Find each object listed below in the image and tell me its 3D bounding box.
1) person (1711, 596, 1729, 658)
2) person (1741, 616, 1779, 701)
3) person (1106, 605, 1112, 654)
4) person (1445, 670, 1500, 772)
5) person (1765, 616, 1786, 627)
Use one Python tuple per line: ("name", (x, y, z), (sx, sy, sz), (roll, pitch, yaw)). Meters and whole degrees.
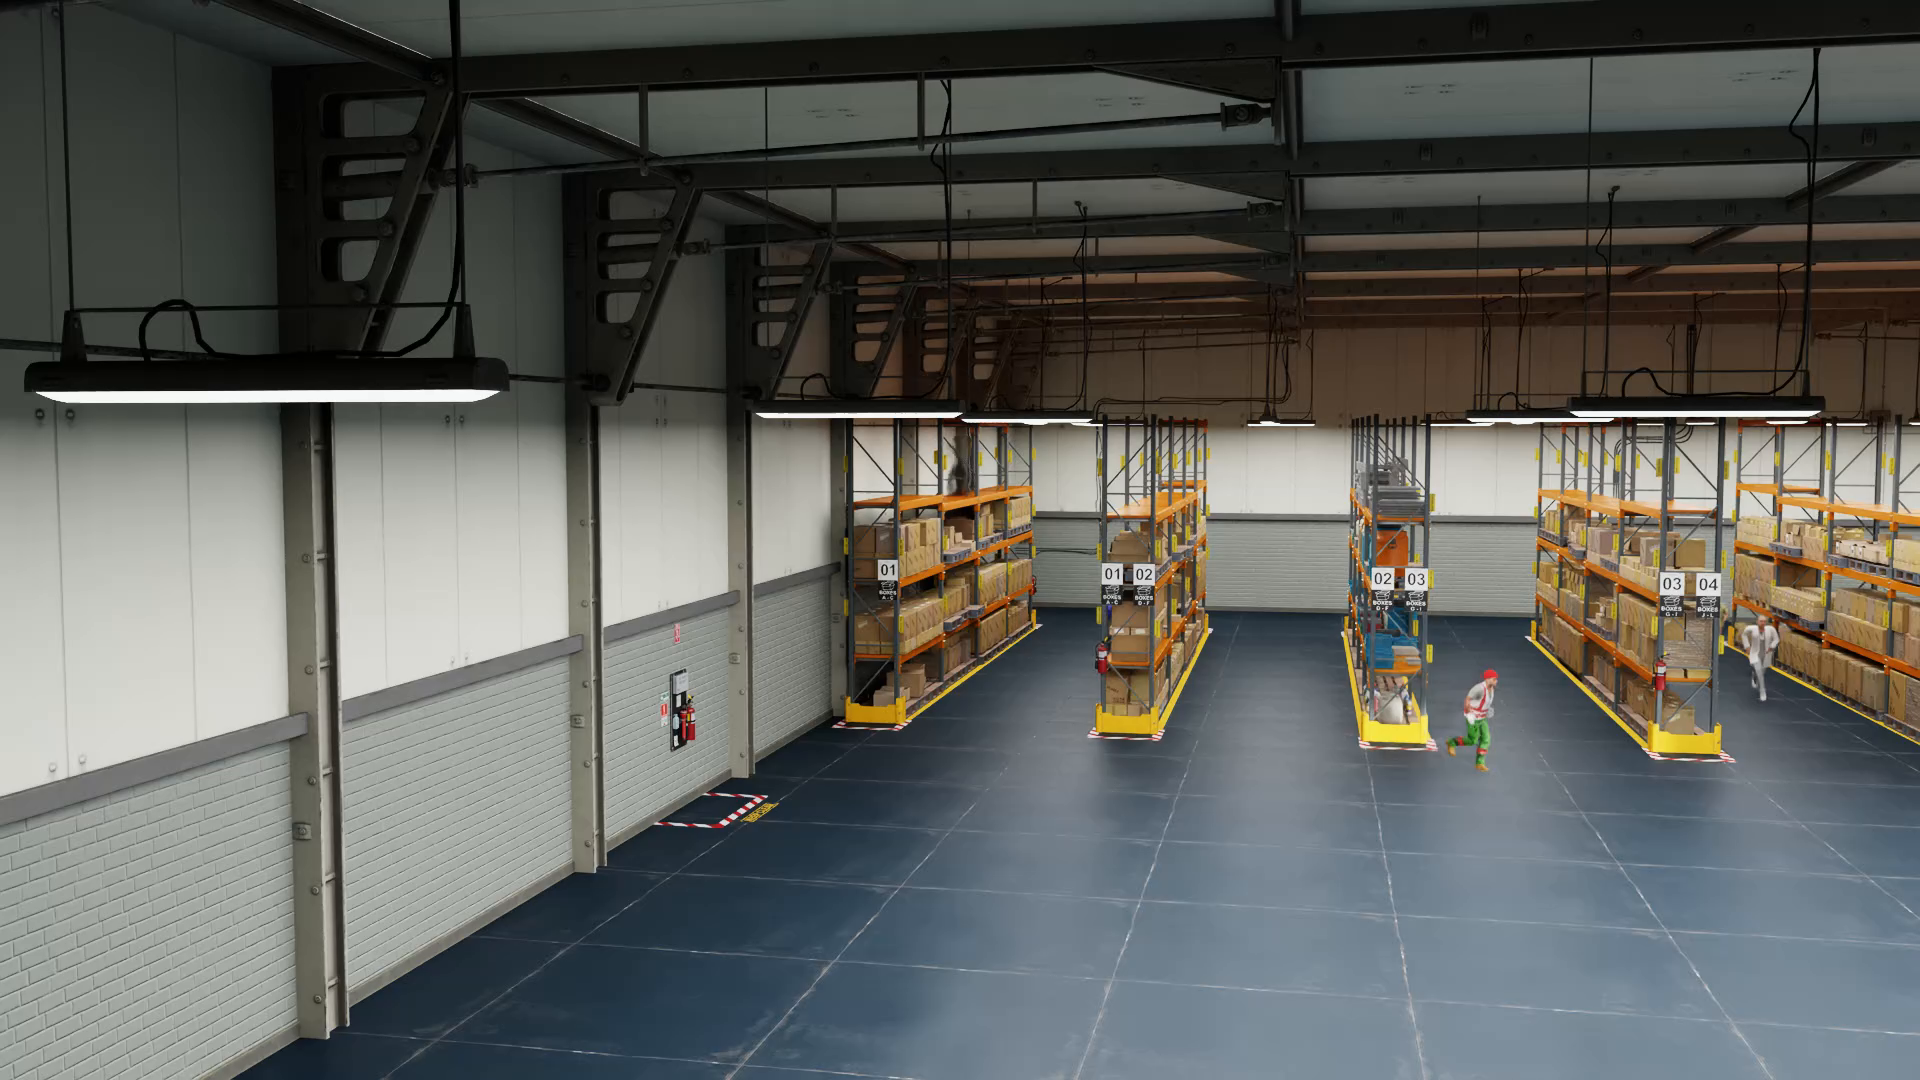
("person", (18.798, 2.157, 41.286), (0.565, 1.637, 0.521), (1, 4, 12))
("person", (17.101, 2.487, 35.561), (0.712, 1.778, 1.170), (1, 4, 12))
("person", (3.869, 2.117, 41.967), (0.560, 1.621, 0.573), (1, 4, 10))
("person", (8.655, 3.018, 28.067), (0.941, 1.729, 0.660), (3, 5, 41))
("person", (21.897, 1.919, 44.686), (0.624, 1.699, 0.729), (-3, 5, -39))
